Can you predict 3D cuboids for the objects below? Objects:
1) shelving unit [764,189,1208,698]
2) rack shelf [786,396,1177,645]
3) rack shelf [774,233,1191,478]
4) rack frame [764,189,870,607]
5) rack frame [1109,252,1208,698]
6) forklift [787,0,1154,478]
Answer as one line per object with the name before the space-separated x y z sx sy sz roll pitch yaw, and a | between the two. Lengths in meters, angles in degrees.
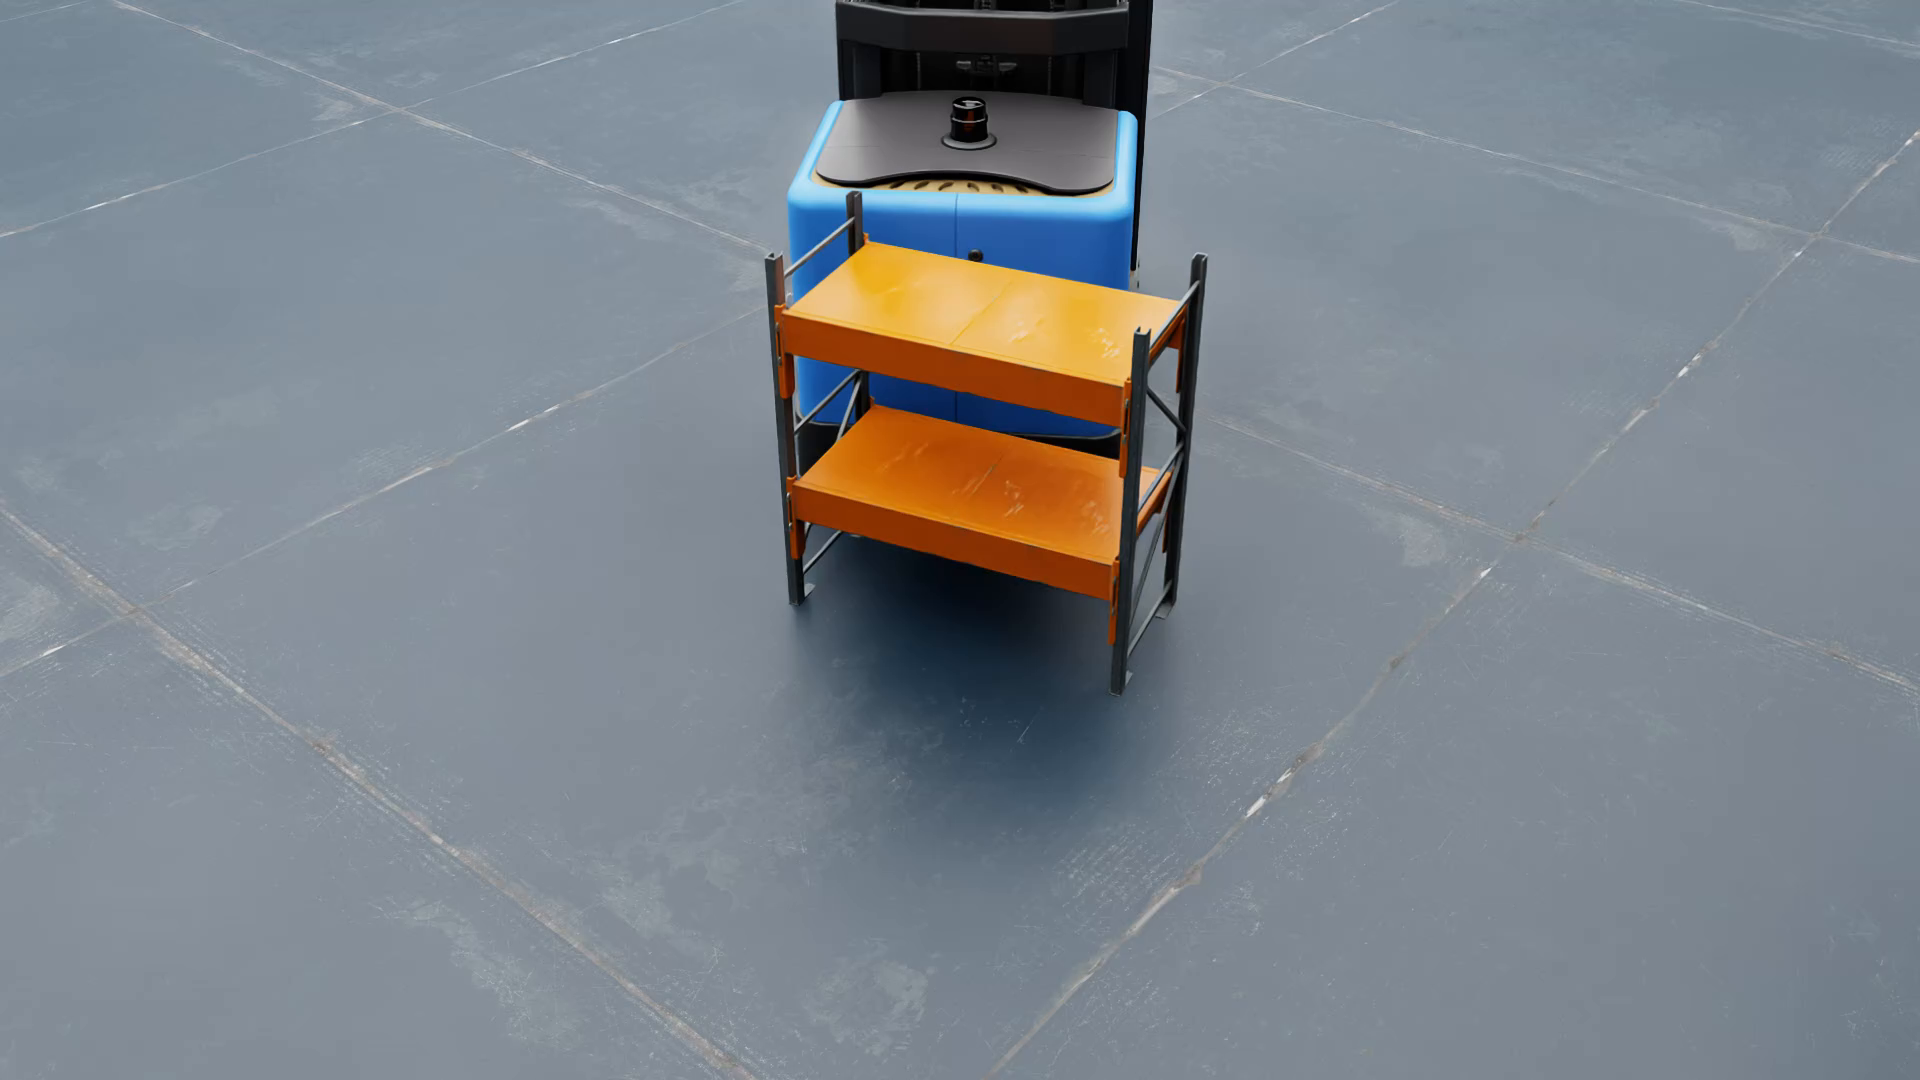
shelving unit | 0.070 -0.278 4.661 1.048 1.125 0.538 14 37 20
rack shelf | 0.070 -0.076 4.799 1.000 0.278 0.538 14 37 20
rack shelf | 0.070 -0.519 4.495 1.000 0.278 0.538 14 37 20
rack frame | -0.393 -0.397 4.834 0.032 1.125 0.500 14 37 20
rack frame | 0.532 -0.159 4.488 0.032 1.125 0.500 14 37 20
forklift | 0.142 -2.142 5.780 1.130 2.935 3.031 3 35 5
